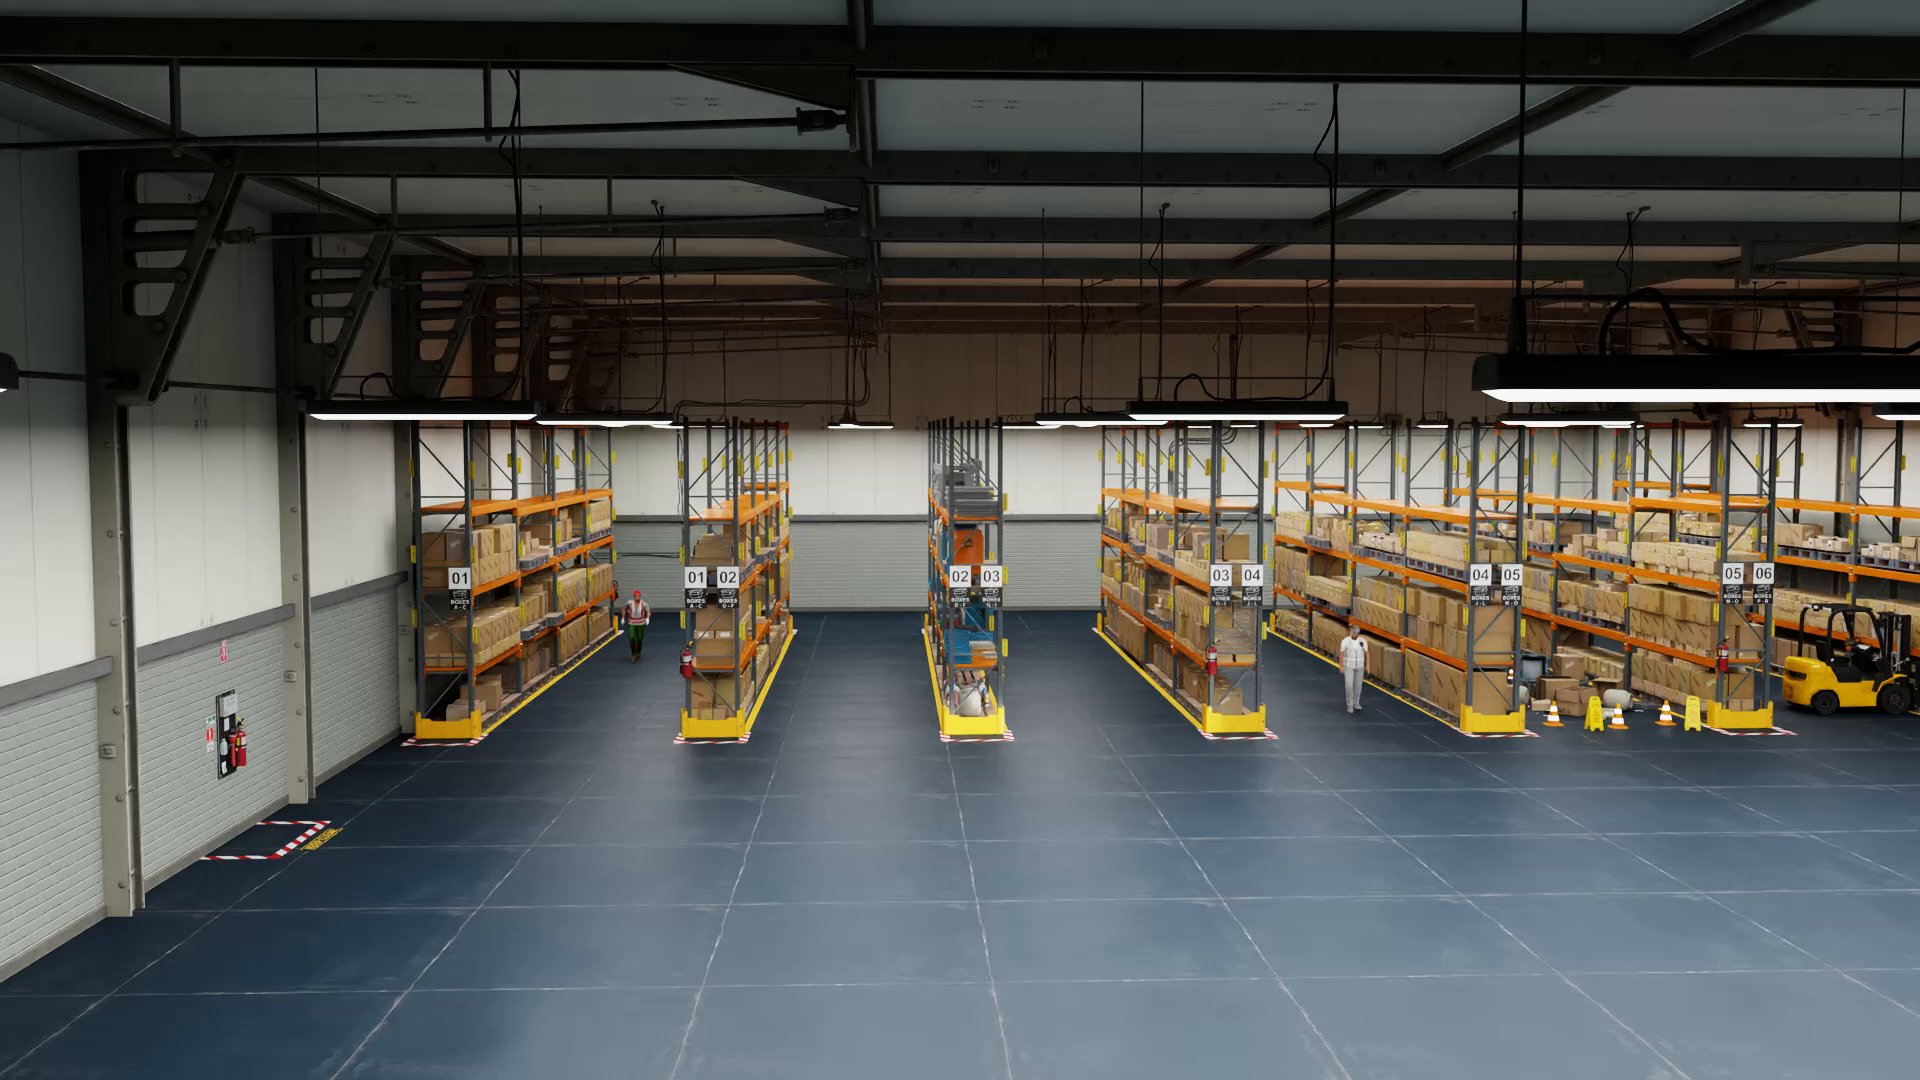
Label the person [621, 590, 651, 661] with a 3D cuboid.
[{"bbox_3d":[-8.132,2.139,41.718,0.731,1.787,0.772,-1,4,-11],"label":"person"}]

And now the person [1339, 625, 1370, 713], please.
[{"bbox_3d":[8.101,2.649,34.098,0.585,1.811,0.553,0,4,-1],"label":"person"}]

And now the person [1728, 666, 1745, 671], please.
[{"bbox_3d":[16.785,2.498,36.016,0.667,1.783,0.794,0,4,-6],"label":"person"}]
